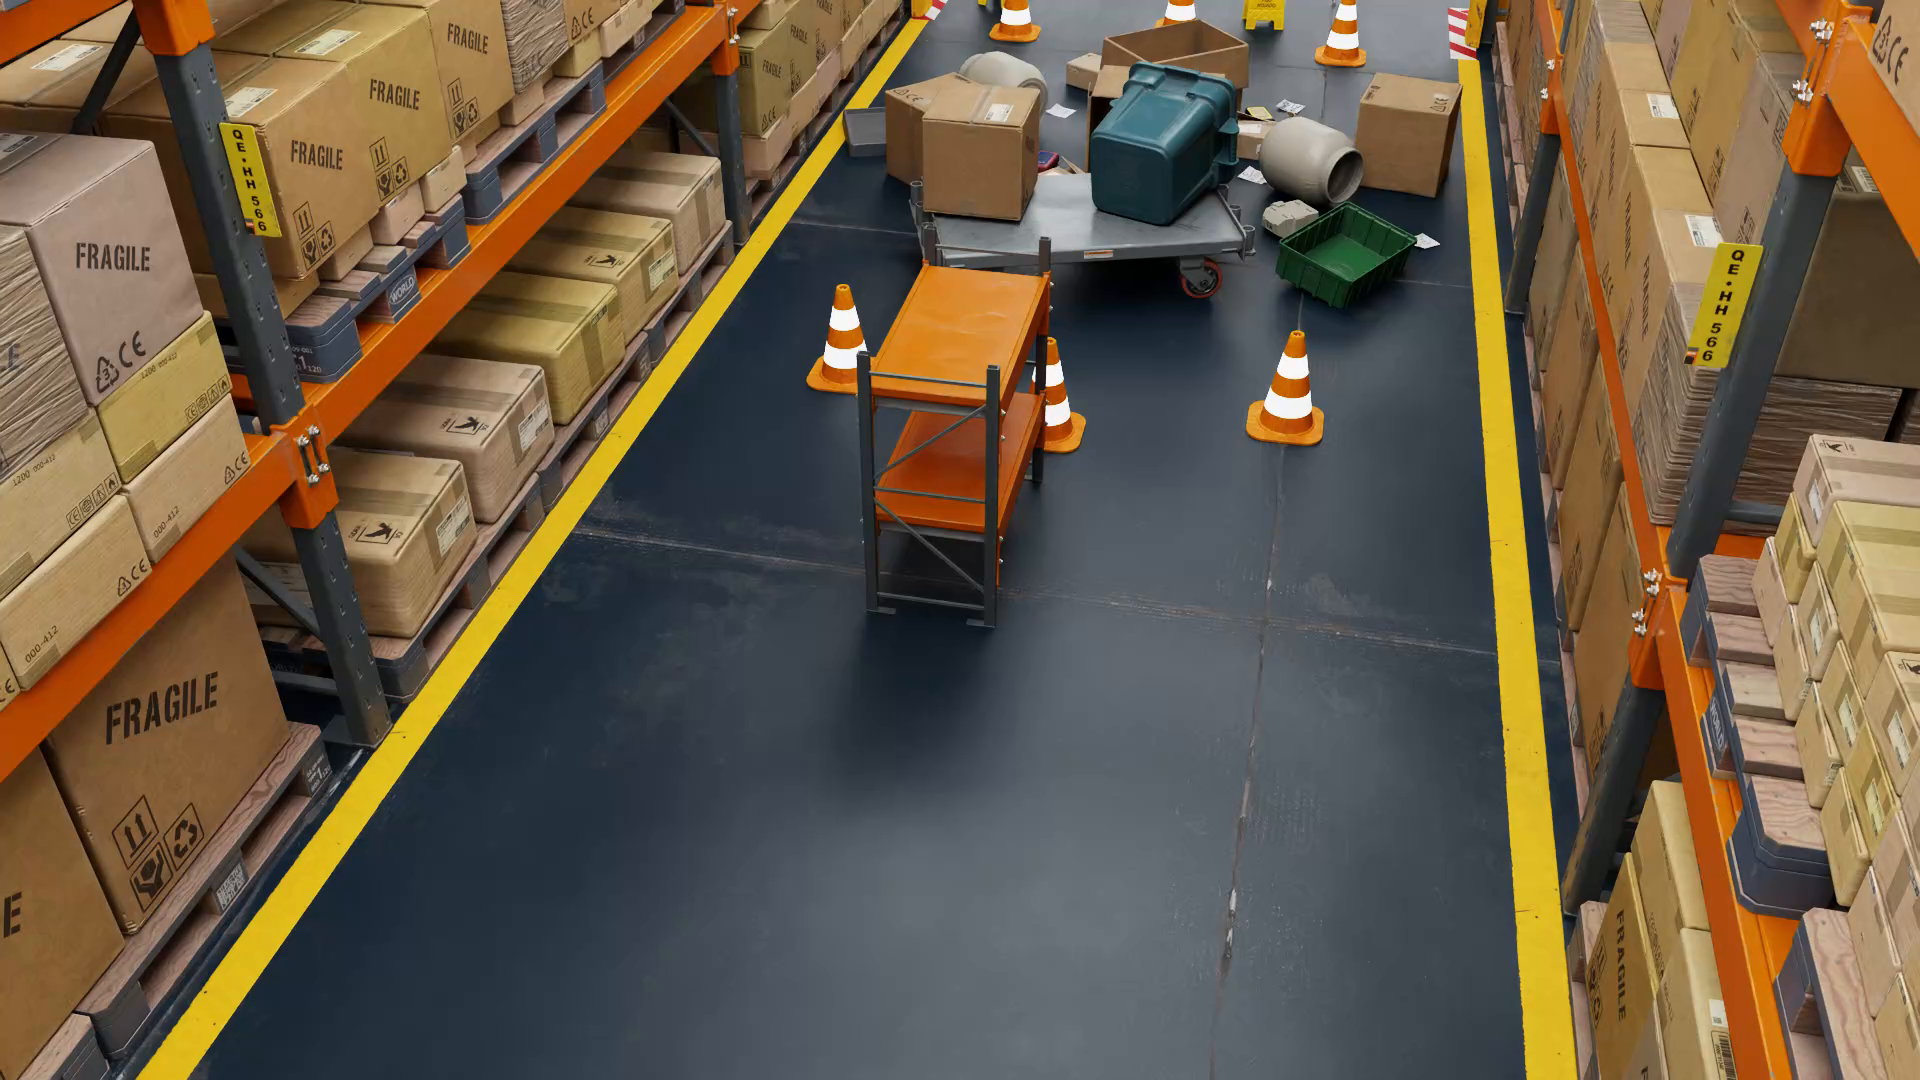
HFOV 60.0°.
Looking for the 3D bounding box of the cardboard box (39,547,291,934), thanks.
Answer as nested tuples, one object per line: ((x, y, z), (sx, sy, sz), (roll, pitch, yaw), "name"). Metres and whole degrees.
((-2.719, 0.492, 4.968), (0.875, 0.875, 0.875), (7, 37, 10), "cardboard box")

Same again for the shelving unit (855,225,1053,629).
((-0.001, -0.452, 6.415), (0.538, 1.125, 1.048), (7, 37, 10), "shelving unit")

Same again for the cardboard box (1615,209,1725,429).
((2.308, -0.640, 4.991), (0.500, 0.500, 0.500), (7, 37, 10), "cardboard box")

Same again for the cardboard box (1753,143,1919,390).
((2.472, -0.723, 4.254), (0.700, 0.500, 0.500), (7, 37, 10), "cardboard box")

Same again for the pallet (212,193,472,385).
((-2.443, -0.928, 5.638), (1.213, 0.211, 1.003), (7, 37, 10), "pallet")

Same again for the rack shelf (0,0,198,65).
((-2.918, -0.361, 2.749), (1.077, 0.370, 4.000), (7, 37, 10), "rack shelf")

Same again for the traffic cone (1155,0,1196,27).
((1.543, -3.791, 11.586), (0.336, 0.463, 0.334), (7, 37, 10), "traffic cone")

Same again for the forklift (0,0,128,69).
((-4.145, -2.660, 7.923), (1.130, 2.935, 3.031), (7, 37, 10), "forklift")

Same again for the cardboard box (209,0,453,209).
((-2.064, -1.444, 5.489), (0.500, 0.500, 0.500), (9, 37, 12), "cardboard box")

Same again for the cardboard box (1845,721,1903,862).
((1.904, 0.495, 3.113), (0.380, 0.149, 0.250), (7, 37, 10), "cardboard box")

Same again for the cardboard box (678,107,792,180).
((-1.246, -2.238, 9.268), (0.500, 0.250, 0.500), (6, 36, 8), "cardboard box")

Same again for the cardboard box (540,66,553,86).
((-1.865, -1.895, 6.665), (0.380, 0.149, 0.250), (6, 36, 8), "cardboard box")

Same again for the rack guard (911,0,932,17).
((-0.798, -4.115, 12.002), (1.175, 0.500, 0.348), (7, 37, 10), "rack guard")

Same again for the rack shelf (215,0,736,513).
((-2.063, -1.439, 6.793), (1.077, 0.370, 4.000), (7, 37, 10), "rack shelf")

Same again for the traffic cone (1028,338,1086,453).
((0.382, -0.672, 7.283), (0.336, 0.463, 0.334), (7, 37, 10), "traffic cone")

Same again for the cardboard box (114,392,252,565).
((-2.345, -0.201, 4.599), (0.500, 0.250, 0.500), (6, 36, 8), "cardboard box")

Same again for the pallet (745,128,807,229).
((-1.527, -2.138, 9.520), (1.003, 0.211, 1.213), (7, 37, 10), "pallet")

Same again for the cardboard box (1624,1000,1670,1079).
((1.862, 1.483, 3.920), (0.500, 0.500, 0.500), (8, 37, 11), "cardboard box")

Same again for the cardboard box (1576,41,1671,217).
((2.629, -1.512, 6.194), (0.500, 0.500, 0.500), (7, 37, 10), "cardboard box")

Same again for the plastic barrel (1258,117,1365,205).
((1.965, -2.114, 9.307), (0.421, 0.421, 0.512), (-24, 42, -30), "plastic barrel")

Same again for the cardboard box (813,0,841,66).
((-1.031, -3.148, 9.883), (0.500, 0.500, 0.500), (9, 37, 12), "cardboard box")

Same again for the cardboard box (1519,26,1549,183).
((3.613, -2.494, 9.087), (0.875, 0.875, 0.875), (8, 37, 10), "cardboard box")

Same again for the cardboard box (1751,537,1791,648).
((2.074, 0.141, 3.855), (0.380, 0.149, 0.250), (7, 36, 9), "cardboard box")

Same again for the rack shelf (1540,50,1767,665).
((2.794, -0.877, 6.017), (1.077, 0.370, 4.000), (7, 37, 10), "rack shelf")

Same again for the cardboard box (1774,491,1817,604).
((2.067, 0.041, 3.739), (0.380, 0.149, 0.250), (9, 37, 12), "cardboard box")

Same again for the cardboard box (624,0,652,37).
((-1.570, -2.315, 7.244), (0.380, 0.149, 0.250), (7, 36, 9), "cardboard box")

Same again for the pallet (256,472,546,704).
((-2.322, 0.097, 6.436), (1.003, 0.211, 1.213), (7, 37, 10), "pallet")

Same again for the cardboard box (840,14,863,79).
((-0.916, -3.133, 10.503), (0.500, 0.250, 0.500), (6, 36, 8), "cardboard box")

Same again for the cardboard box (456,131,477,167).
((-1.989, -1.428, 6.020), (0.380, 0.149, 0.250), (9, 37, 13), "cardboard box")

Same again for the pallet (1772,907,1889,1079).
((1.984, 1.196, 2.707), (1.003, 0.211, 1.213), (7, 37, 10), "pallet")

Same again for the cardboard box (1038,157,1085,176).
((0.634, -1.968, 9.240), (0.258, 0.266, 0.396), (-17, 39, -22), "cardboard box")

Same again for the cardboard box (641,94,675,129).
((-1.772, -2.611, 9.142), (0.500, 0.500, 0.500), (7, 36, 9), "cardboard box")

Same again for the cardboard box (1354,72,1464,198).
((2.550, -2.322, 9.526), (0.500, 0.500, 0.500), (14, 38, 18), "cardboard box")

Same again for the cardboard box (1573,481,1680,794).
((2.585, 0.381, 5.227), (1.050, 0.750, 0.750), (7, 36, 9), "cardboard box")

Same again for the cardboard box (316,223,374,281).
((-2.146, -0.973, 5.393), (0.380, 0.149, 0.250), (5, 36, 7), "cardboard box")

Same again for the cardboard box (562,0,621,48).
((-1.732, -2.335, 6.719), (0.500, 0.500, 0.500), (9, 37, 12), "cardboard box")

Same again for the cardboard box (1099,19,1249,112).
((1.316, -2.835, 10.233), (0.797, 0.503, 0.637), (-17, 39, -22), "cardboard box")

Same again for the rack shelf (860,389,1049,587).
((-0.001, -0.254, 6.558), (0.538, 0.278, 1.000), (7, 37, 10), "rack shelf")

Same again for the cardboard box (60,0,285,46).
((-2.565, -1.508, 5.579), (0.500, 0.500, 0.500), (7, 36, 9), "cardboard box")

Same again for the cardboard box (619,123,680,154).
((-1.773, -2.307, 9.362), (0.500, 0.250, 0.500), (9, 37, 12), "cardboard box")

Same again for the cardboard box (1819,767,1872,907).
((1.903, 0.605, 3.216), (0.380, 0.149, 0.250), (9, 37, 12), "cardboard box")

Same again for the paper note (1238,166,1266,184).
((1.723, -2.117, 9.652), (0.172, 0.023, 0.155), (20, 41, 26), "paper note")

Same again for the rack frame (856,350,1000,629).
((-0.110, -0.160, 6.012), (0.500, 1.125, 0.032), (7, 37, 10), "rack frame")

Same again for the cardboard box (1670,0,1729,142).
((2.795, -1.601, 5.465), (0.700, 0.500, 0.500), (7, 37, 10), "cardboard box")

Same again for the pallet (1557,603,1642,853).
((2.609, 0.665, 5.653), (1.003, 0.211, 1.213), (7, 37, 10), "pallet")

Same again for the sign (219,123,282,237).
((-1.948, -0.985, 4.567), (0.100, 0.325, 0.005), (7, 37, 10), "sign")

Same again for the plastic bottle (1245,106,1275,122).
((1.865, -2.600, 10.285), (0.133, 0.061, 0.283), (-5, 36, -6), "plastic bottle")

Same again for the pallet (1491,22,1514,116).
((3.981, -3.011, 10.724), (1.003, 0.211, 1.213), (7, 37, 10), "pallet")

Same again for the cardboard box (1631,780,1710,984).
((1.983, 0.882, 4.110), (0.500, 0.250, 0.500), (6, 36, 8), "cardboard box")

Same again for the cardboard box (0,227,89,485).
((-2.447, -0.405, 3.816), (0.500, 0.500, 0.500), (8, 37, 11), "cardboard box")

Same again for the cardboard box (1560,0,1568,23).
((3.288, -2.589, 7.638), (0.875, 0.550, 0.550), (7, 37, 10), "cardboard box")

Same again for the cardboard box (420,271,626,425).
((-2.043, -0.871, 7.277), (0.950, 0.372, 0.625), (8, 37, 12), "cardboard box")

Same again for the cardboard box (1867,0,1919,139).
((1.985, -0.983, 2.908), (0.500, 0.500, 0.500), (7, 37, 10), "cardboard box")

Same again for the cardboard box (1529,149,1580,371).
((3.176, -1.207, 7.418), (1.050, 0.750, 0.750), (7, 37, 10), "cardboard box")

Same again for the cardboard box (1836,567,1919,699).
((1.967, 0.204, 3.261), (0.380, 0.149, 0.250), (7, 37, 10), "cardboard box")

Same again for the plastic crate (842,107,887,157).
((-0.500, -2.492, 10.121), (0.402, 0.080, 0.583), (-5, 36, -6), "plastic crate")

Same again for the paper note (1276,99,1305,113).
((2.091, -2.743, 10.510), (0.144, 0.017, 0.142), (20, 41, 26), "paper note")

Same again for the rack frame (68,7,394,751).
((-2.491, -0.584, 5.000), (1.000, 3.000, 0.127), (7, 37, 10), "rack frame")

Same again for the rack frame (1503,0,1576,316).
((3.221, -2.315, 7.388), (1.000, 3.000, 0.127), (7, 37, 10), "rack frame")
